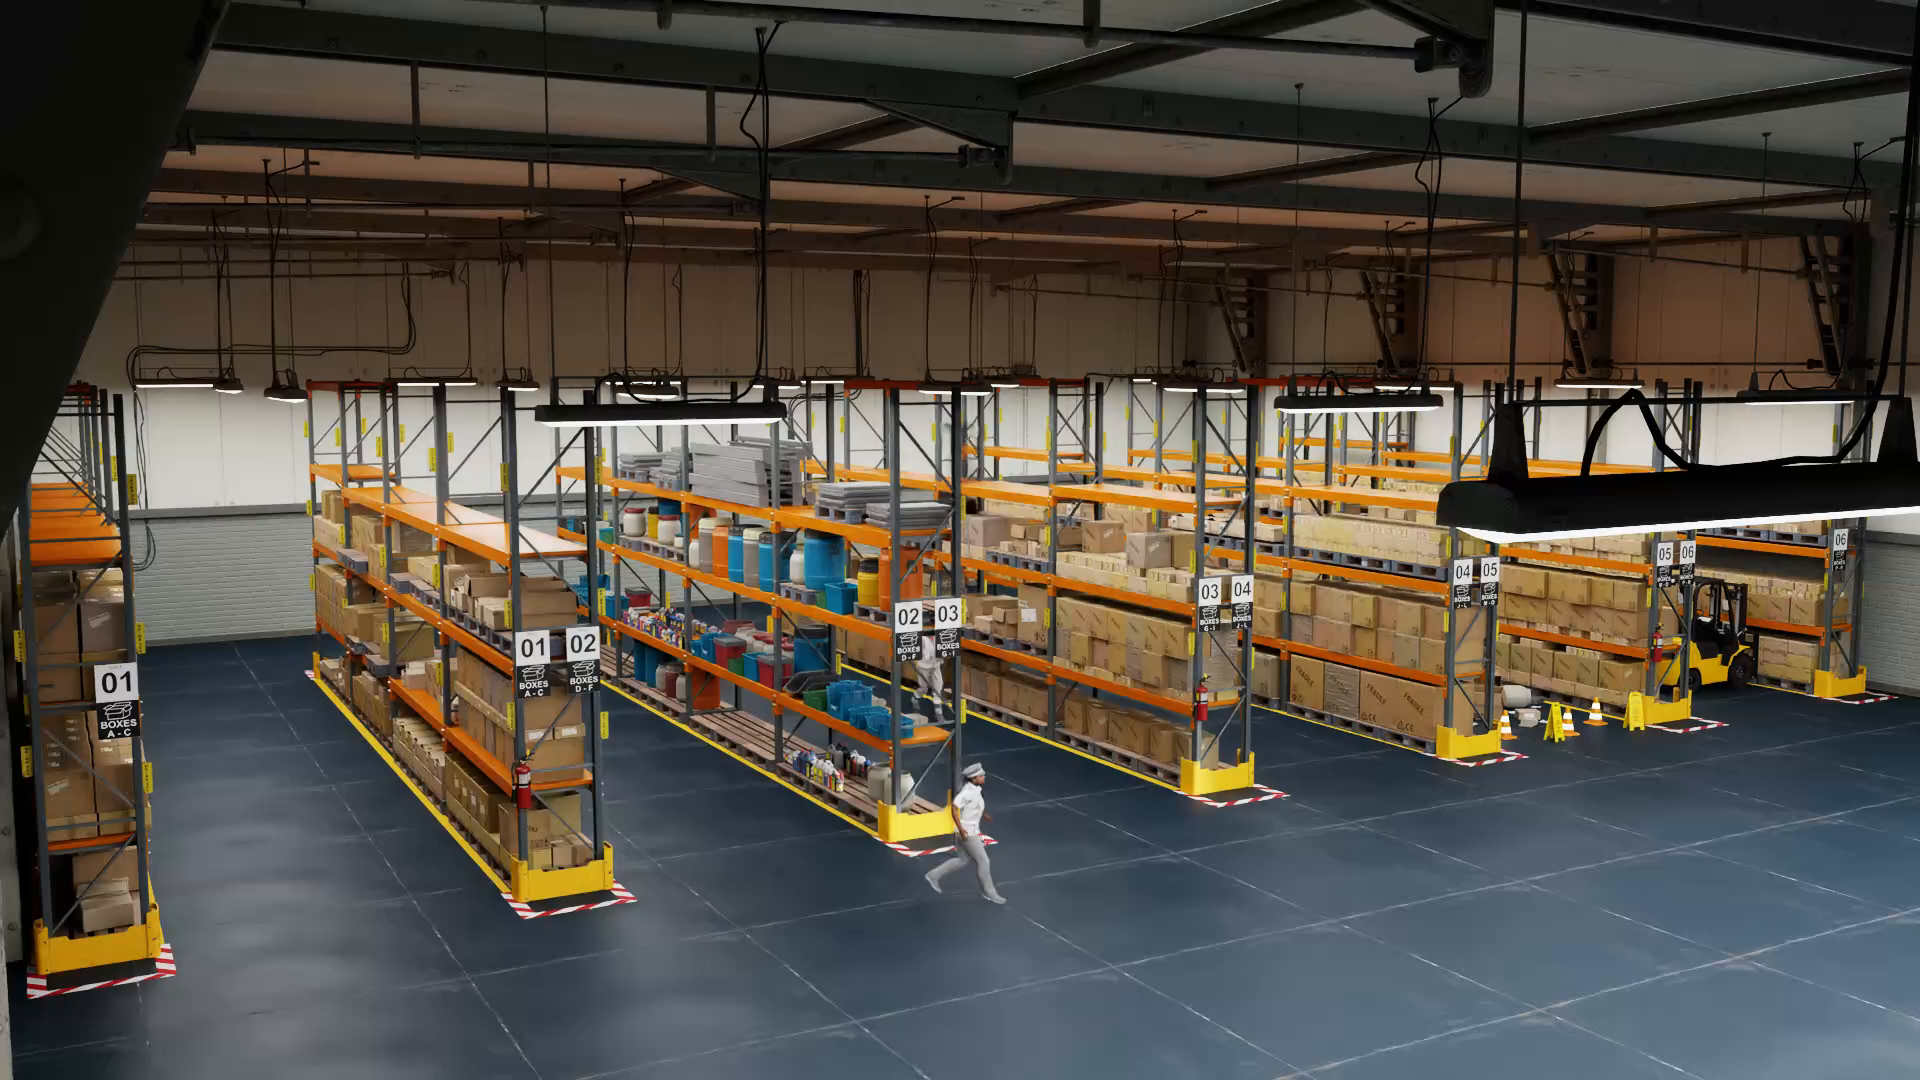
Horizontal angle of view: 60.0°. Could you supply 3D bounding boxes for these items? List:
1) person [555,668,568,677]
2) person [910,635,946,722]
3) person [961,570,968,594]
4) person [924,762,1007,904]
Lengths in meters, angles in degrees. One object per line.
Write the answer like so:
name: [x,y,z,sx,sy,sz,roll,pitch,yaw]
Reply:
person: [-7.090,2.434,29.042,0.752,1.744,1.056,-5,8,-38]
person: [-0.568,2.297,29.580,0.654,1.811,0.991,-4,7,-34]
person: [-0.090,1.371,38.241,0.718,1.842,0.901,-3,7,-25]
person: [0.060,3.433,19.464,0.974,1.694,0.600,0,6,2]
